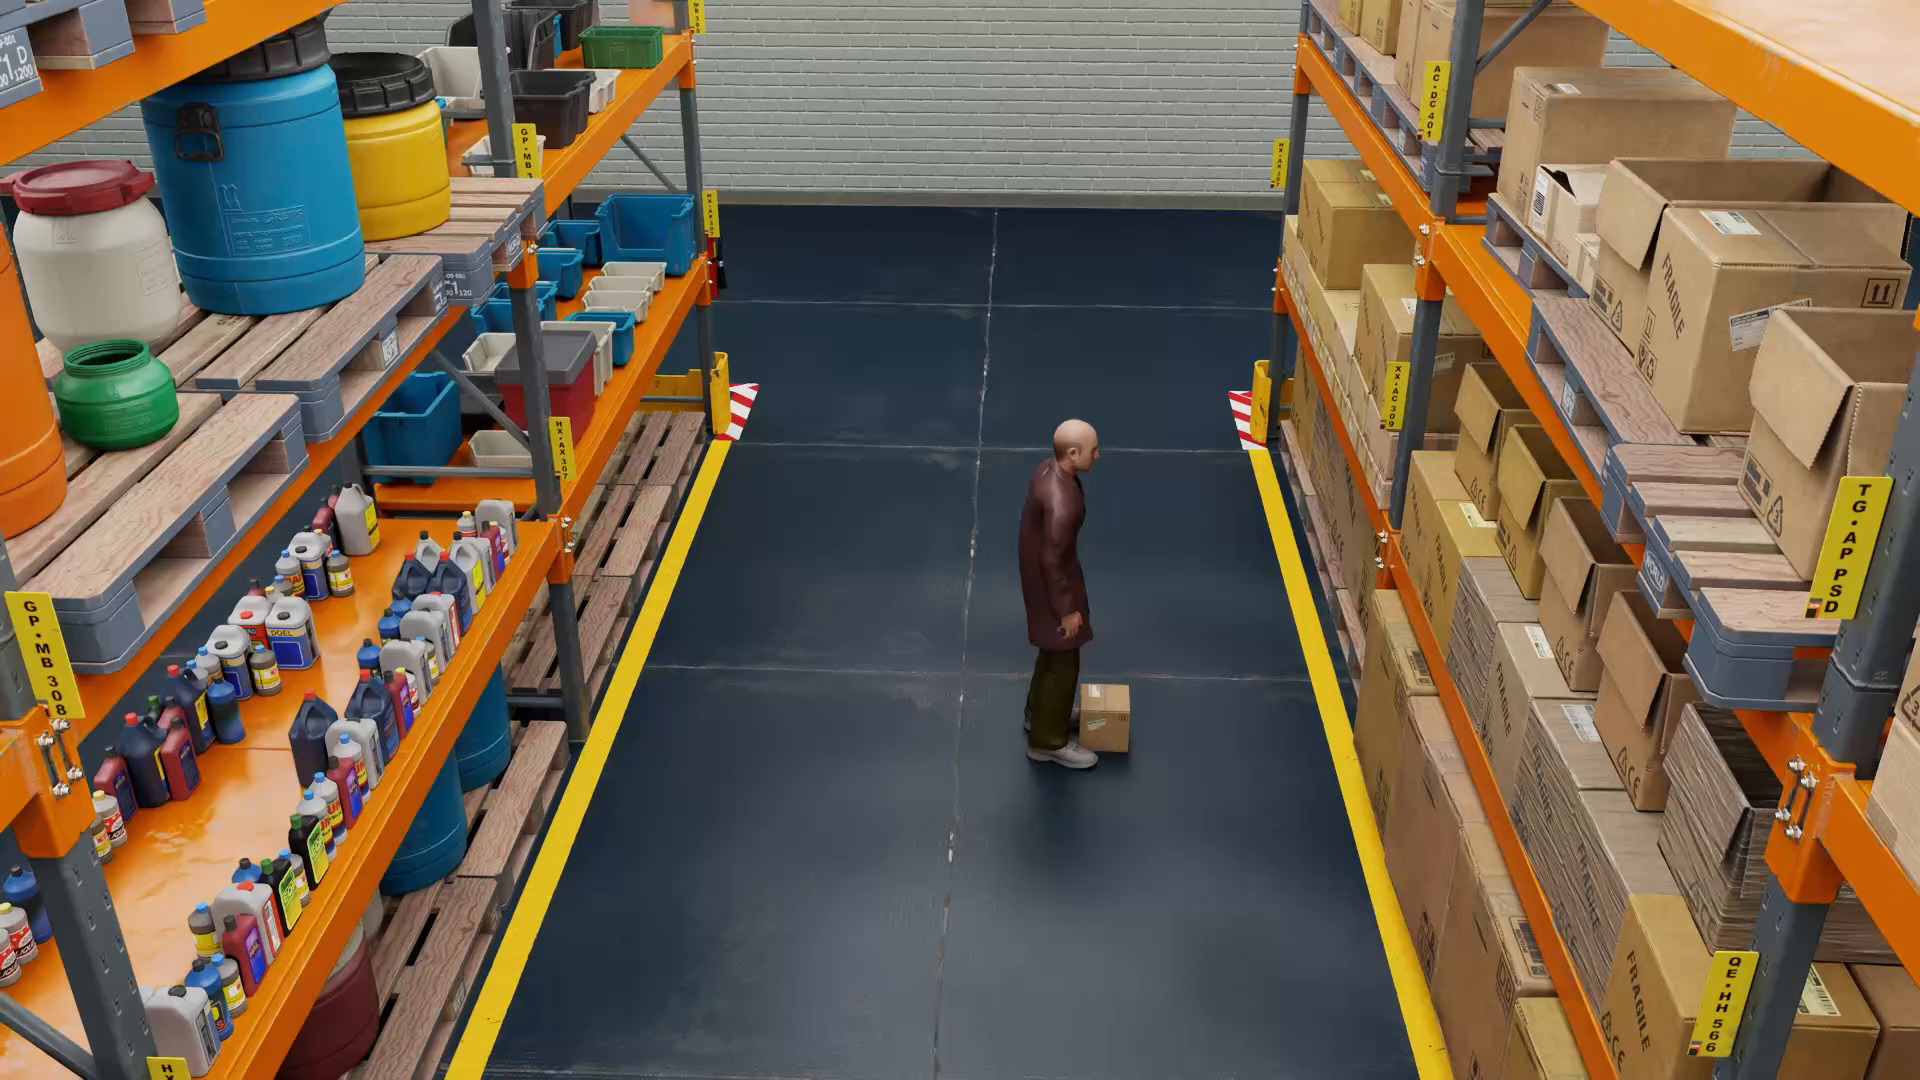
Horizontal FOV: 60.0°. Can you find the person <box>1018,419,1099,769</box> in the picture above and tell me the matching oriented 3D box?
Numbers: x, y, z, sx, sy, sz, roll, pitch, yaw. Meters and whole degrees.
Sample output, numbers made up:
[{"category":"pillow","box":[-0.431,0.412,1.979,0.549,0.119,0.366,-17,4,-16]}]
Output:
[{"category":"person","box":[0.494,0.237,8.182,0.423,1.774,0.643,1,28,2]}]
